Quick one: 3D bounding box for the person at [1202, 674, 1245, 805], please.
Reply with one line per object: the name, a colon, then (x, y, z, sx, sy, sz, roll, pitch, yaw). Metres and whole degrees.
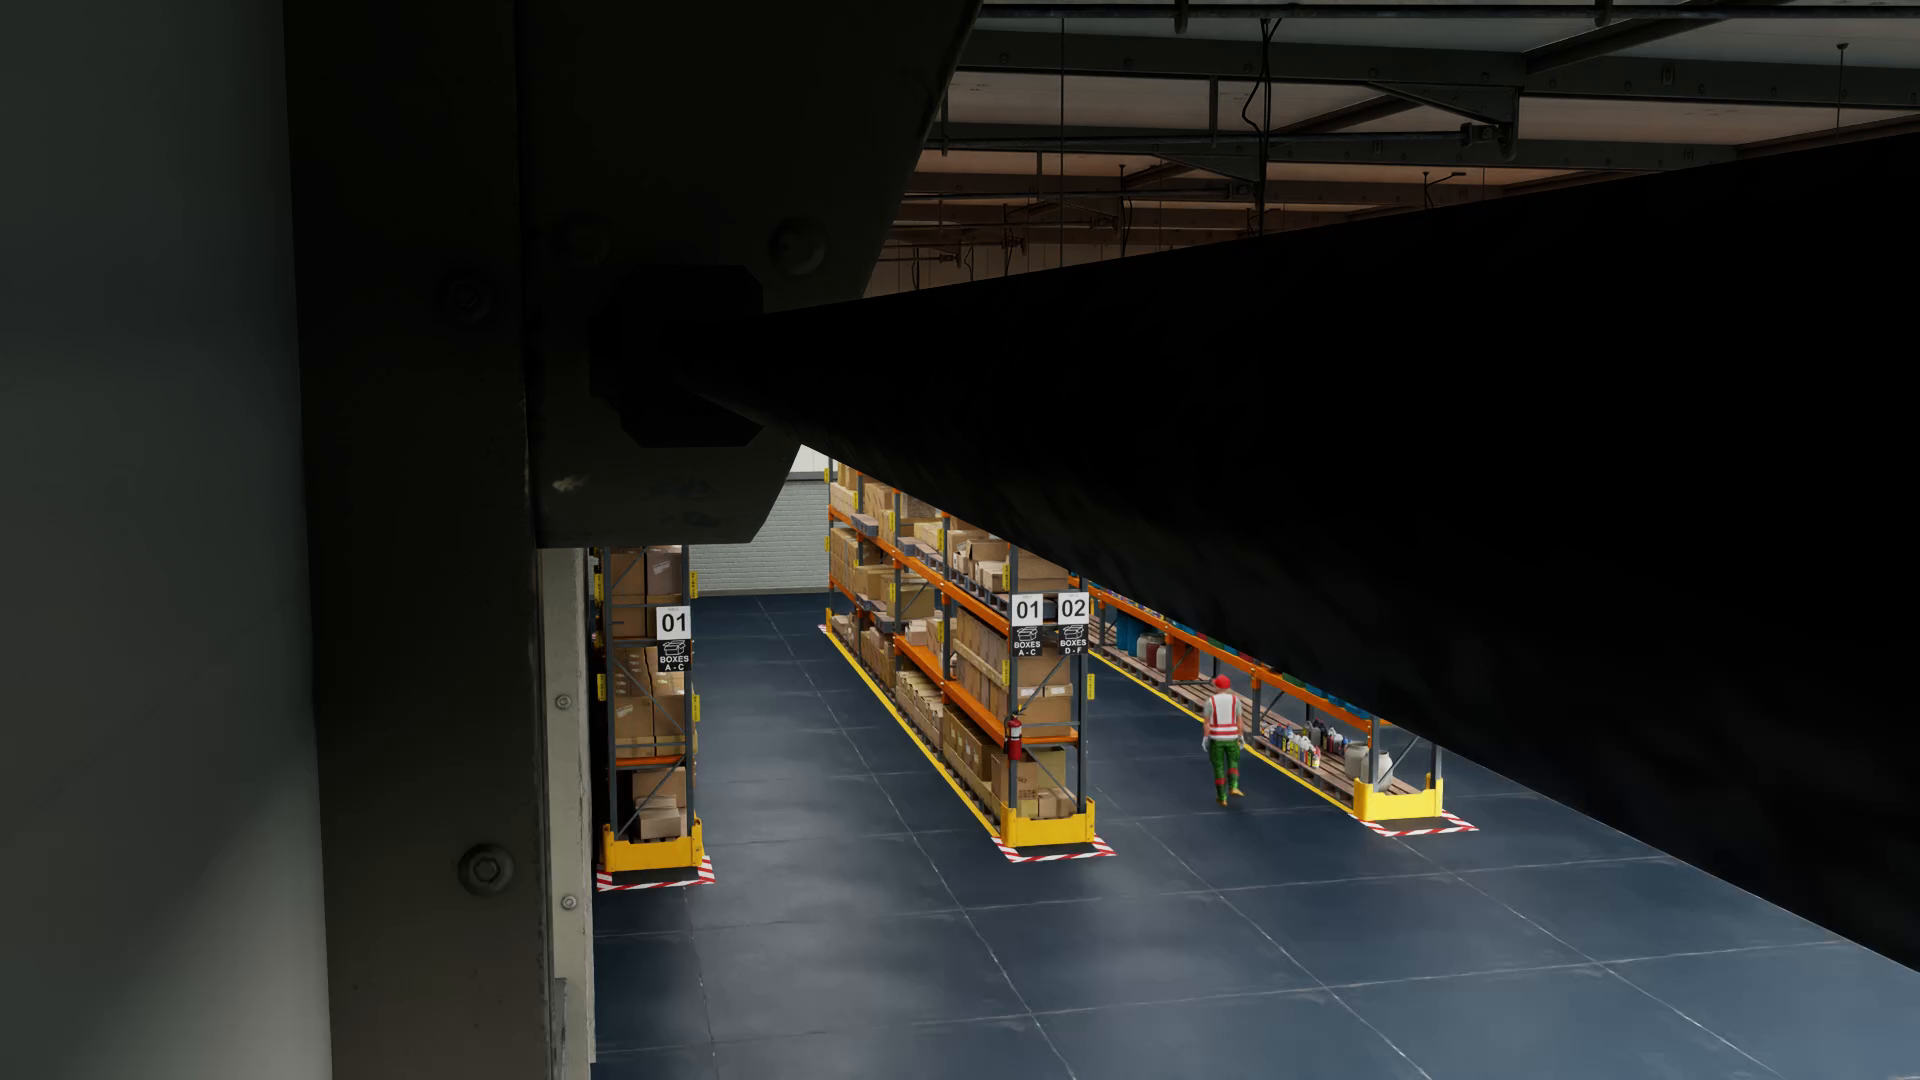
person: (3.620, 2.737, 22.832, 0.584, 1.782, 0.457, 0, 7, -1)
